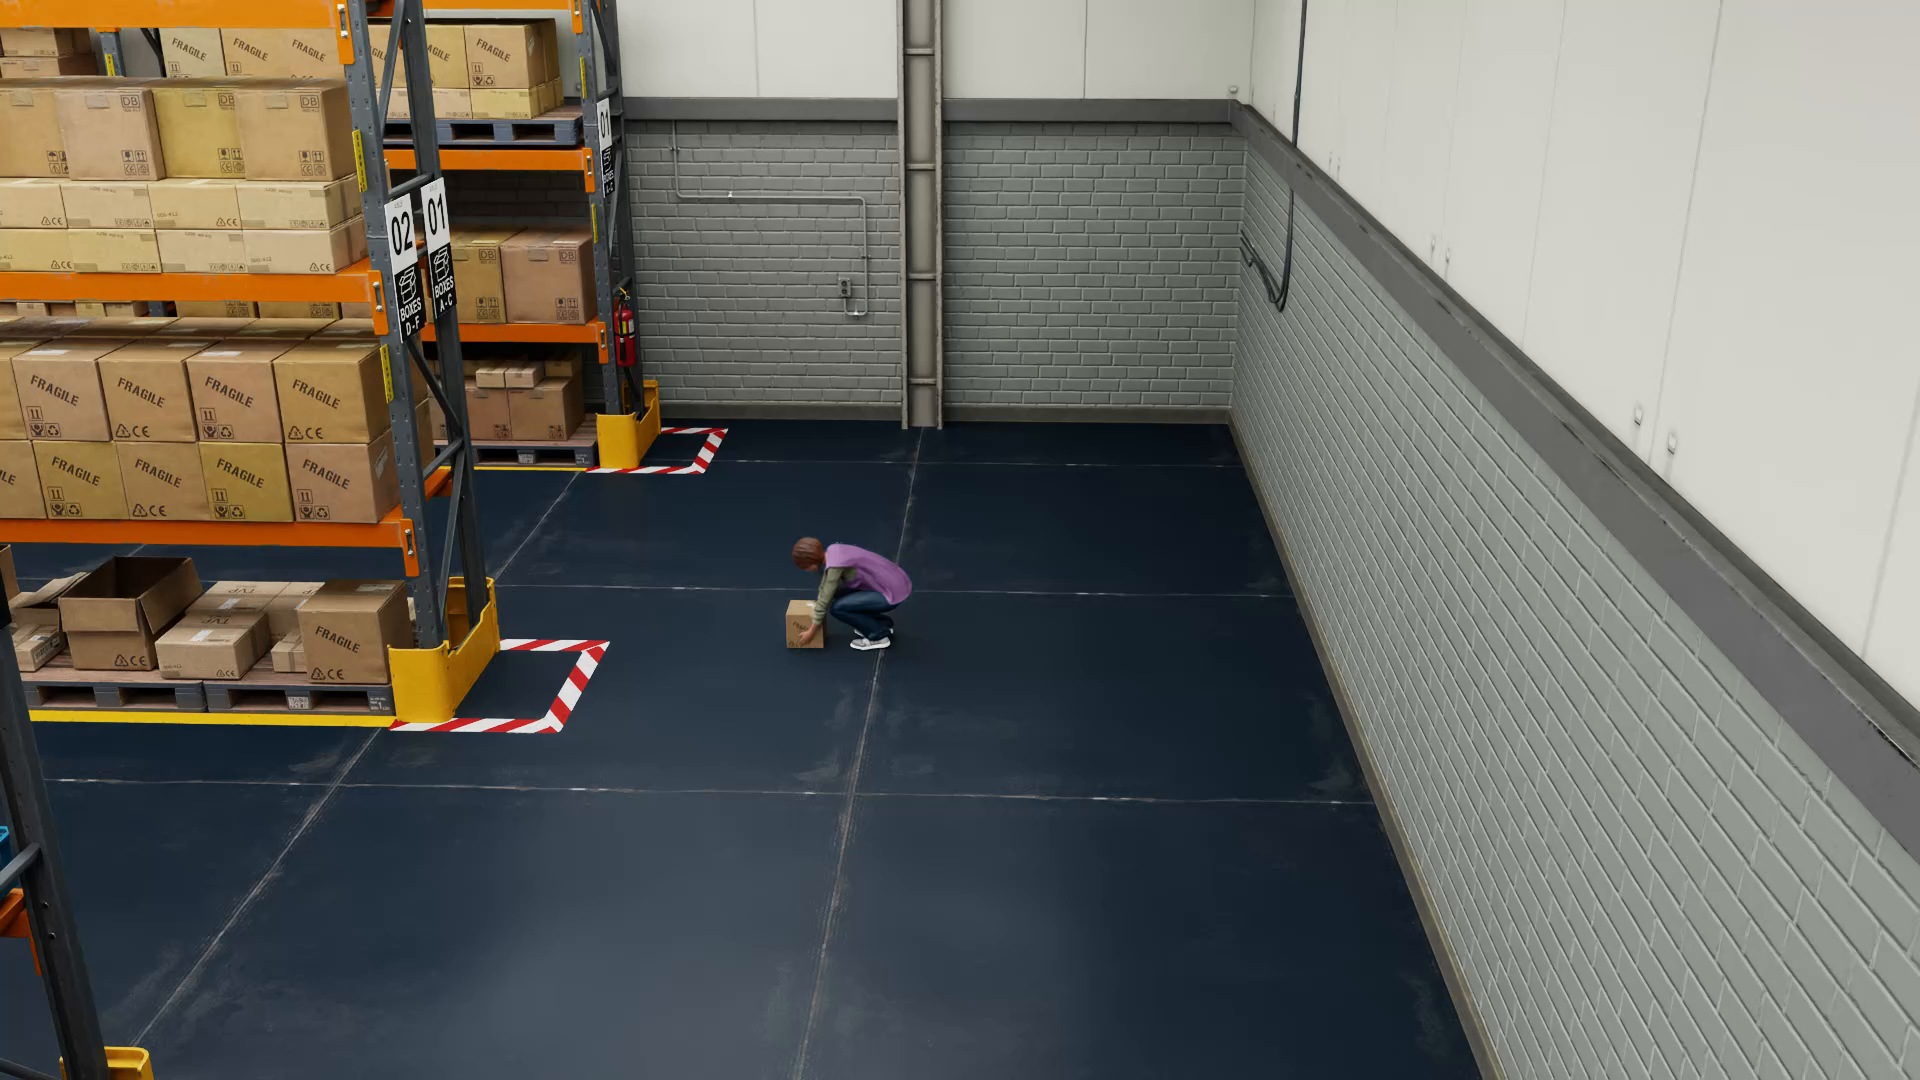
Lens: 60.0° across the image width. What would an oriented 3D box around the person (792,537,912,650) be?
[{"bbox_3d":[-0.730,0.343,11.357,0.803,0.774,0.436,1,21,2],"label":"person"}]
